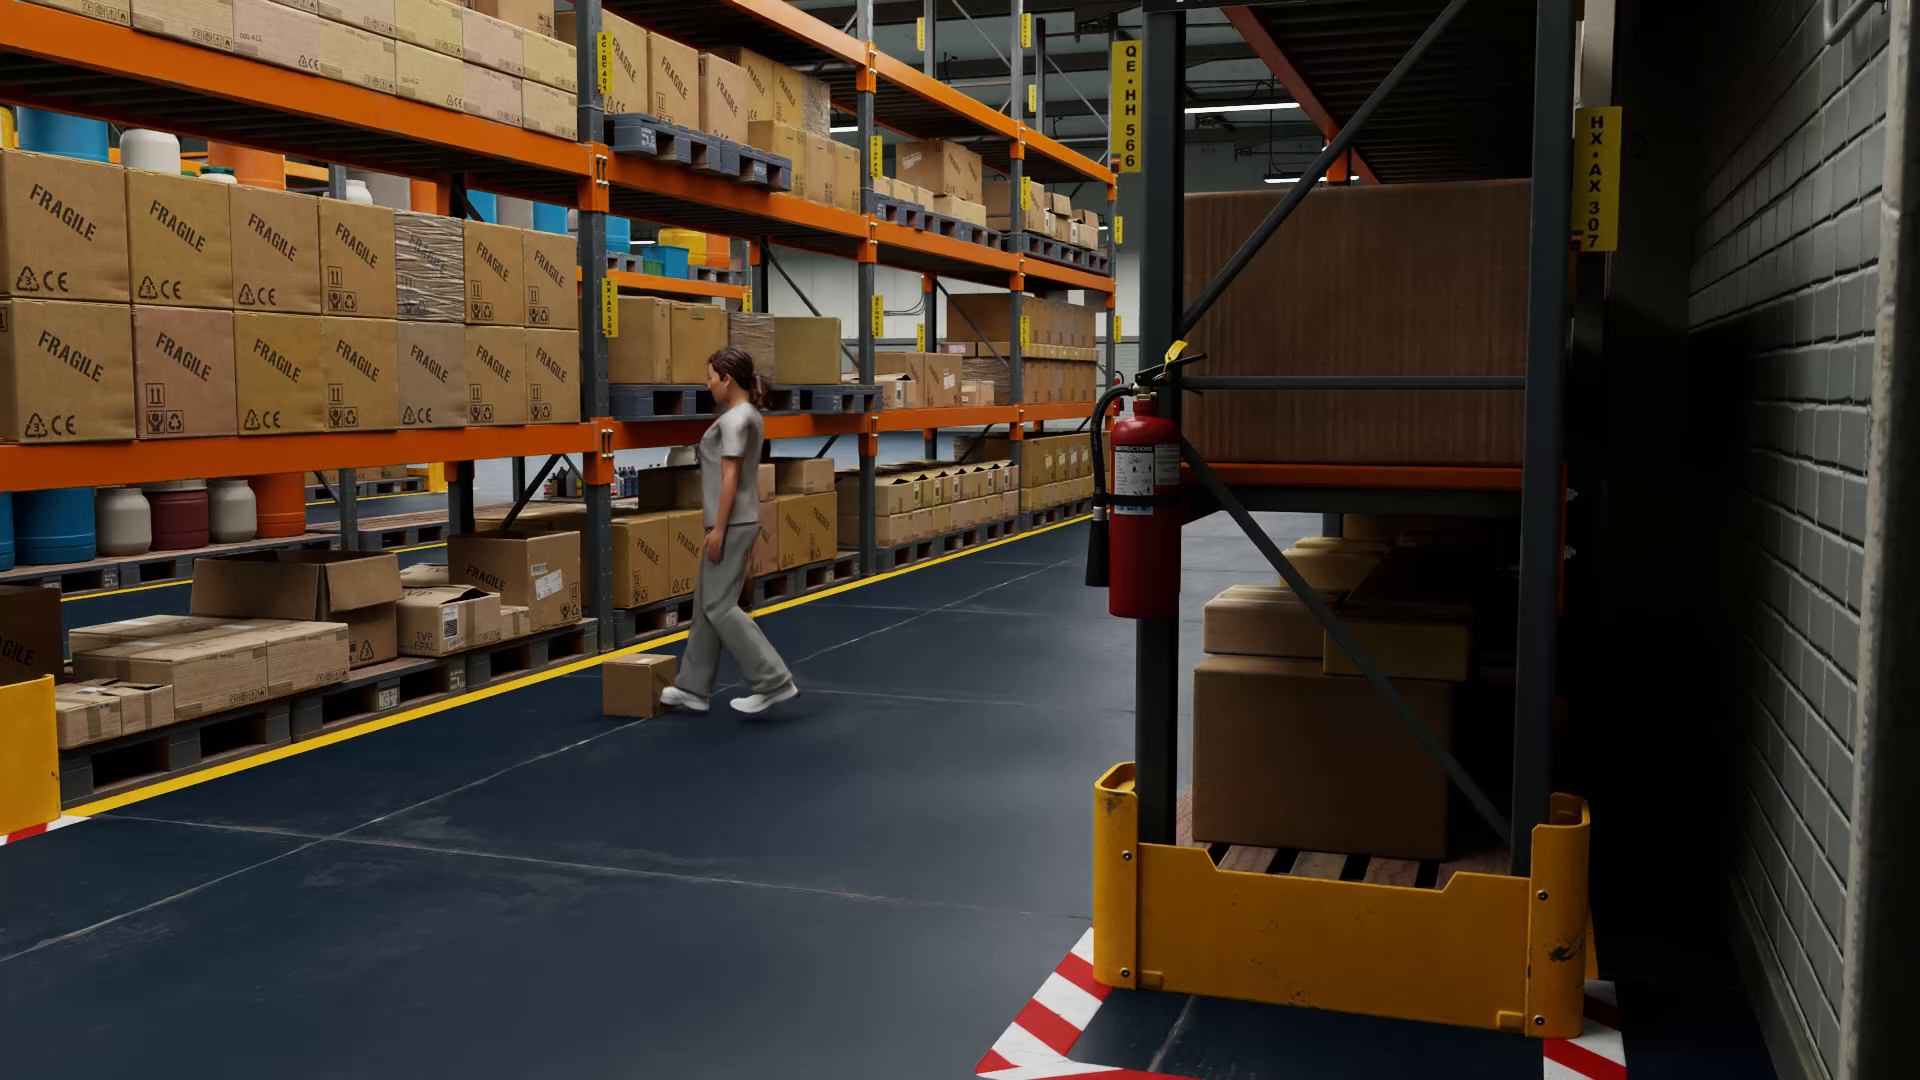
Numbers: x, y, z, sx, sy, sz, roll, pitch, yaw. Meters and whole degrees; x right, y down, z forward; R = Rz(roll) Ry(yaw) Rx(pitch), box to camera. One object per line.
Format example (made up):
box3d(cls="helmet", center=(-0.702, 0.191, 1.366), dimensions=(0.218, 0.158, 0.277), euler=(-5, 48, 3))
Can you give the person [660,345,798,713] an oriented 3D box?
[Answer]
box3d(cls="person", center=(-1.090, -0.044, 7.530), dimensions=(0.718, 1.665, 0.467), euler=(0, 5, 0))
